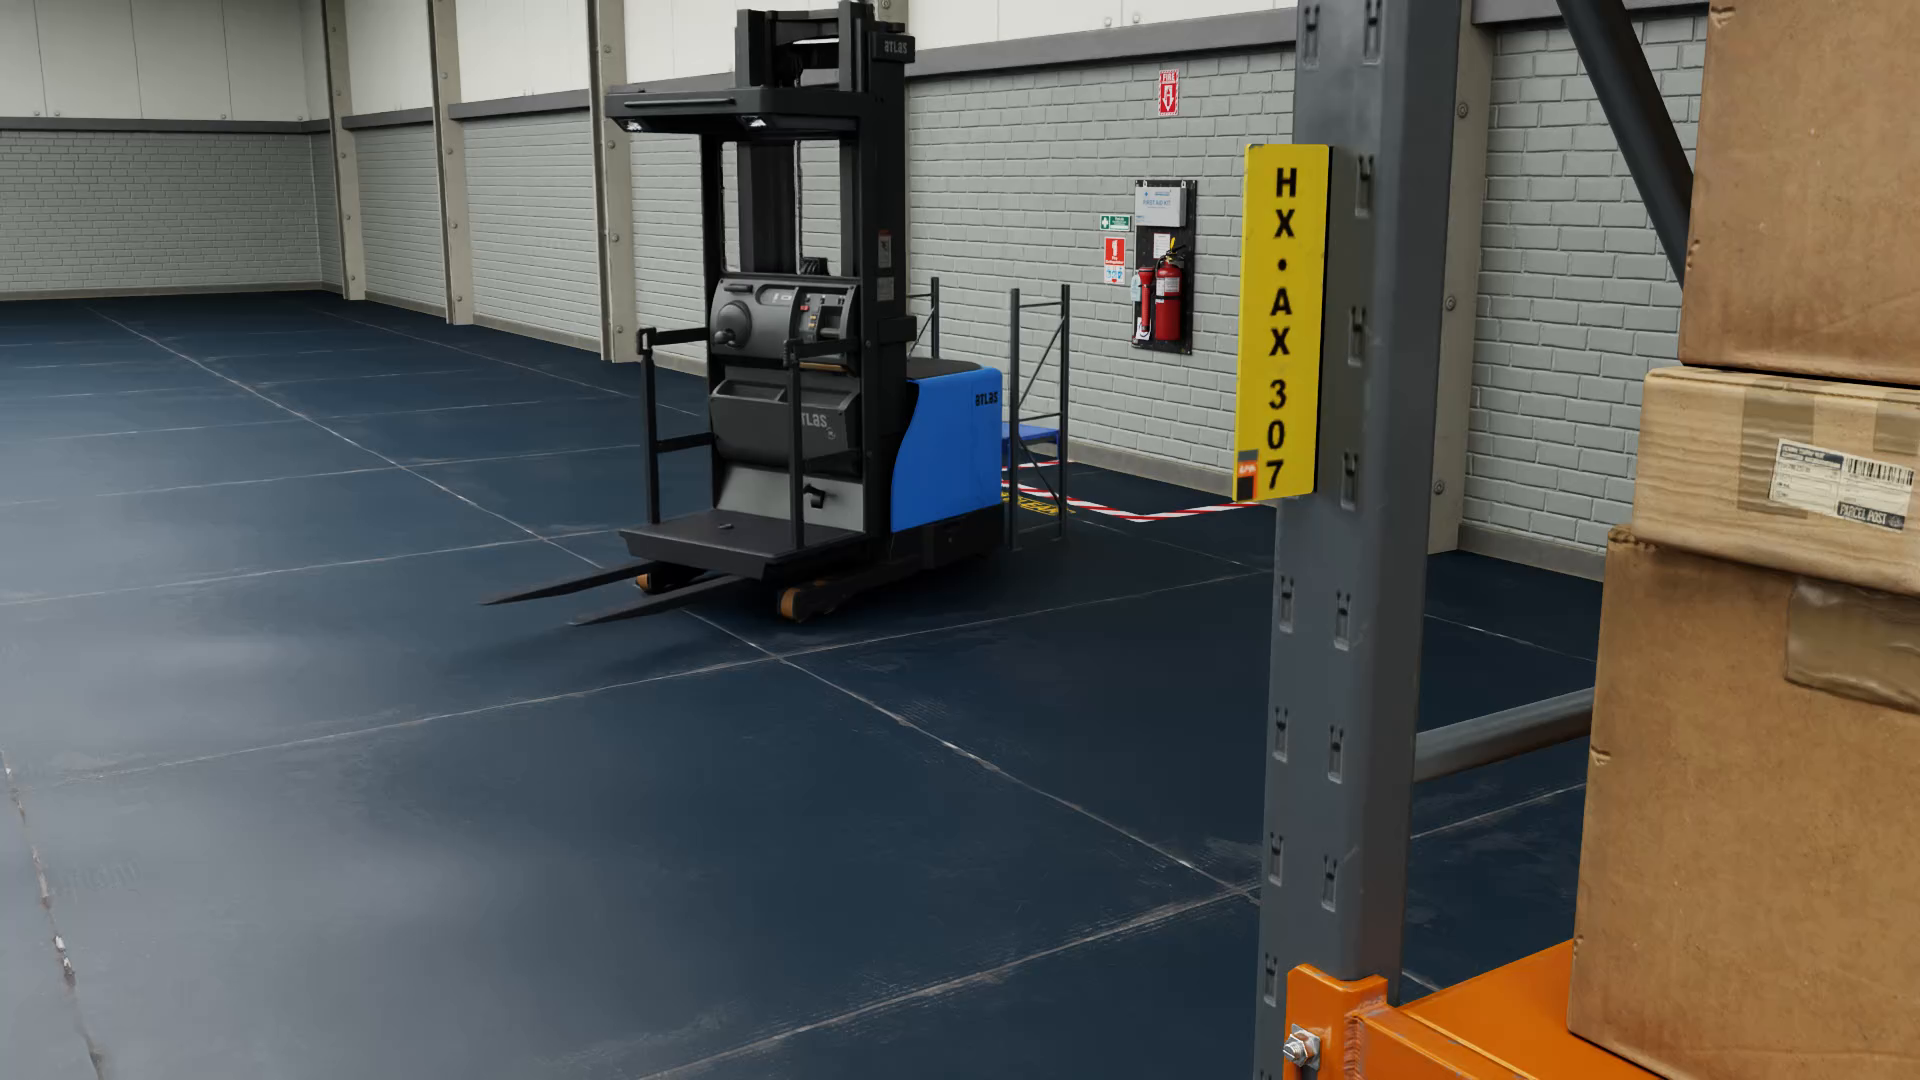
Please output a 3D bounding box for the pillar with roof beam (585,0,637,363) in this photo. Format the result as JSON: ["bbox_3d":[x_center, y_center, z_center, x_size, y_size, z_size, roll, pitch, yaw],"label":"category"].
[{"bbox_3d":[-7.565,-5.989,16.185,9.100,9.000,0.400,-8,15,-33],"label":"pillar with roof beam"}]

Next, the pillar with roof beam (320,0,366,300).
[{"bbox_3d":[-14.214,-8.123,25.945,9.100,9.000,0.400,-8,15,-33],"label":"pillar with roof beam"}]

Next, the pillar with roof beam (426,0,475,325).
[{"bbox_3d":[-10.889,-7.056,21.065,9.100,9.000,0.400,-8,15,-33],"label":"pillar with roof beam"}]

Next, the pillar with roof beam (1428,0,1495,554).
[{"bbox_3d":[-0.917,-3.855,6.426,9.100,9.000,0.400,-8,15,-33],"label":"pillar with roof beam"}]

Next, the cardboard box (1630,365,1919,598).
[{"bbox_3d":[0.800,-0.072,1.419,0.380,0.149,0.250,-8,15,-33],"label":"cardboard box"}]

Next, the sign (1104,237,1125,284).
[{"bbox_3d":[1.109,-2.006,11.929,0.001,0.329,0.234,-8,15,-33],"label":"sign"}]

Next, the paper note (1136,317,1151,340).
[{"bbox_3d":[1.289,-1.487,11.703,0.016,0.148,0.142,-8,15,-33],"label":"paper note"}]

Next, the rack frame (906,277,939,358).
[{"bbox_3d":[-0.306,-0.846,10.222,0.032,1.500,0.500,11,16,40],"label":"rack frame"}]

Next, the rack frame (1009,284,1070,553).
[{"bbox_3d":[0.457,-0.703,9.565,0.032,1.500,0.500,11,16,40],"label":"rack frame"}]

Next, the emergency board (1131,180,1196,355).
[{"bbox_3d":[1.330,-1.878,11.428,0.194,1.169,0.643,-8,15,-33],"label":"emergency board"}]

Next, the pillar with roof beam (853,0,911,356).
[{"bbox_3d":[-4.241,-4.922,11.306,9.100,9.000,0.400,-8,15,-33],"label":"pillar with roof beam"}]

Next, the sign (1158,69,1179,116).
[{"bbox_3d":[1.408,-3.024,11.241,0.001,0.298,0.199,-8,15,-33],"label":"sign"}]

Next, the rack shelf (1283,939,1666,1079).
[{"bbox_3d":[1.870,0.905,0.385,1.077,0.370,4.000,-8,15,-33],"label":"rack shelf"}]

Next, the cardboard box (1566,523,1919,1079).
[{"bbox_3d":[1.010,0.234,1.537,0.700,0.500,0.500,-8,15,-33],"label":"cardboard box"}]

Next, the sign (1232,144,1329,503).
[{"bbox_3d":[0.296,-0.199,1.538,0.100,0.325,0.005,-8,15,-33],"label":"sign"}]

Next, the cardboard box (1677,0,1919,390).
[{"bbox_3d":[1.039,-0.391,1.356,0.700,0.500,0.500,-8,15,-33],"label":"cardboard box"}]

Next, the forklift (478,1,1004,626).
[{"bbox_3d":[-1.025,-1.152,8.268,1.130,2.935,3.031,9,15,35],"label":"forklift"}]

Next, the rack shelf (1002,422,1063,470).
[{"bbox_3d":[0.076,-0.599,9.932,1.000,0.185,0.538,11,16,40],"label":"rack shelf"}]

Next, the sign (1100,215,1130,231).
[{"bbox_3d":[1.104,-2.263,11.864,0.001,0.109,0.331,-8,15,-33],"label":"sign"}]

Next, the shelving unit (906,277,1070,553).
[{"bbox_3d":[0.076,-0.775,9.893,1.048,1.500,0.538,11,16,40],"label":"shelving unit"}]
